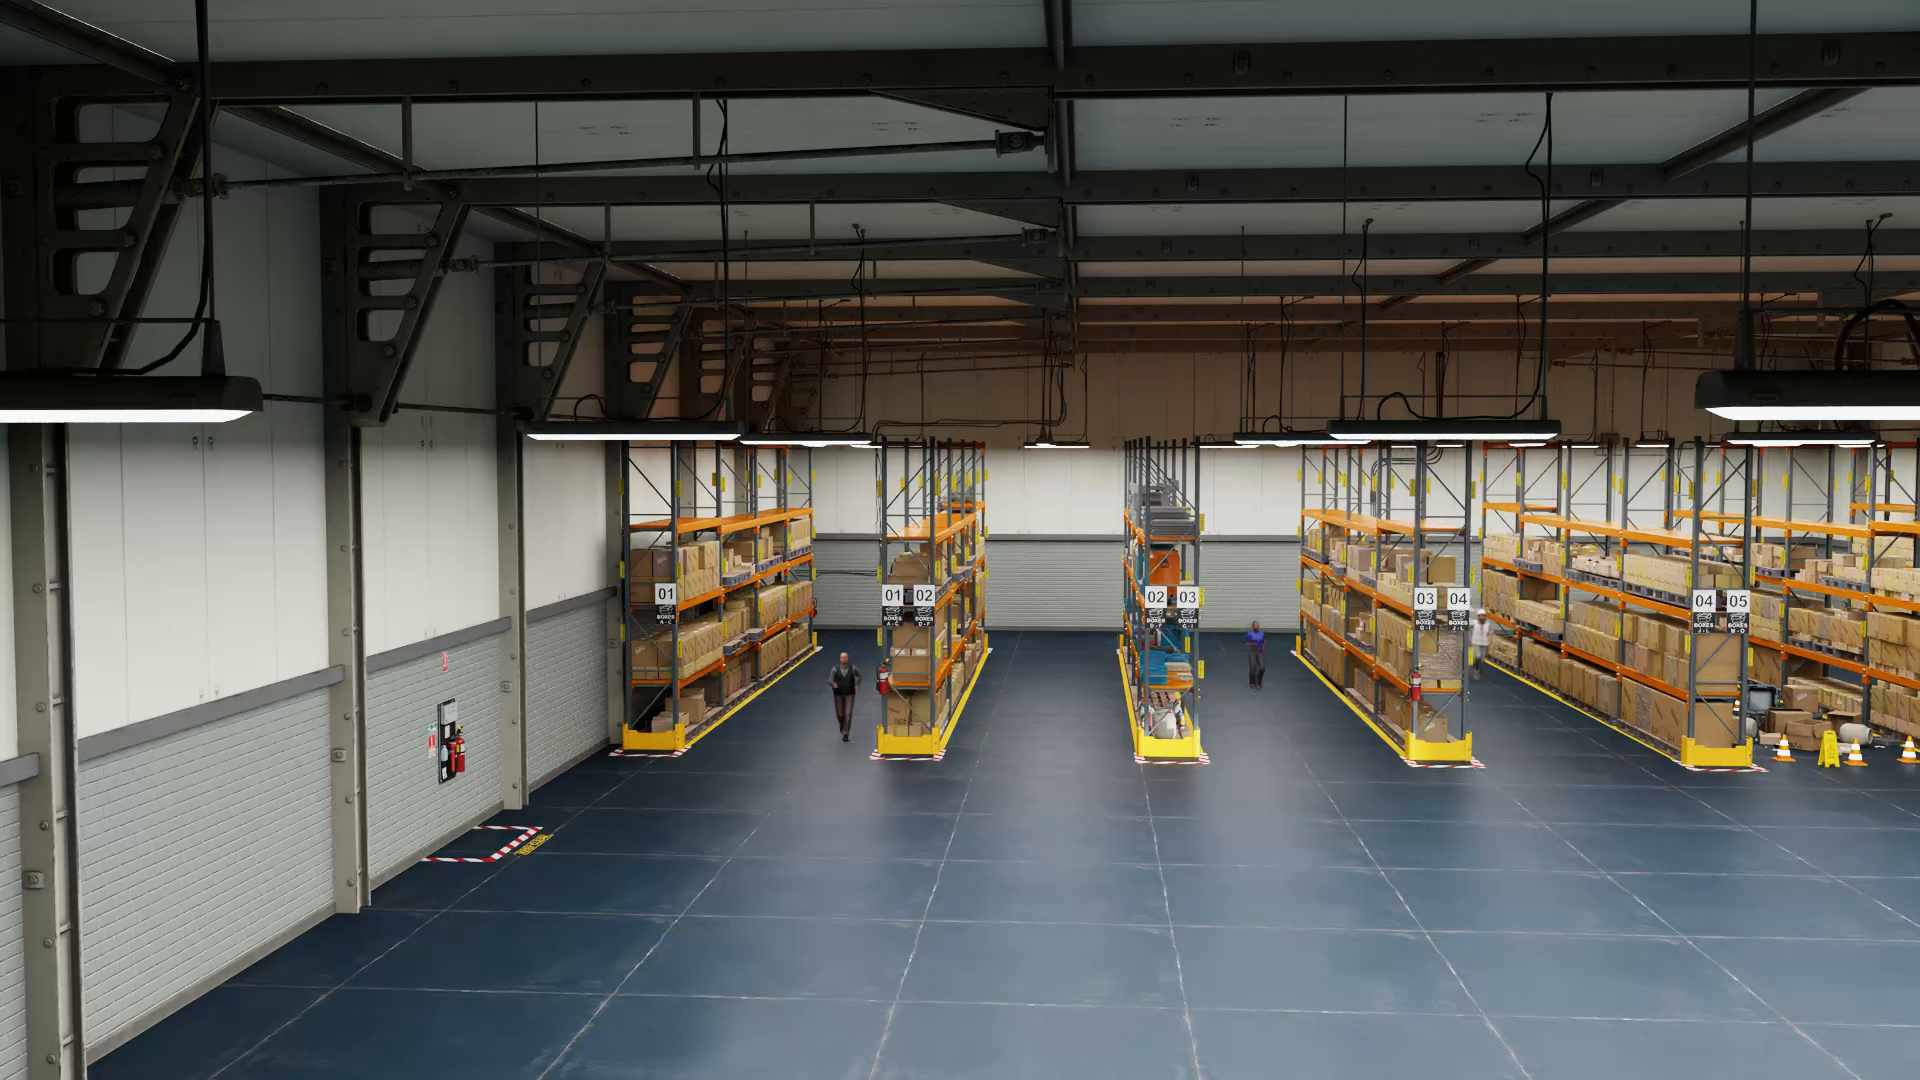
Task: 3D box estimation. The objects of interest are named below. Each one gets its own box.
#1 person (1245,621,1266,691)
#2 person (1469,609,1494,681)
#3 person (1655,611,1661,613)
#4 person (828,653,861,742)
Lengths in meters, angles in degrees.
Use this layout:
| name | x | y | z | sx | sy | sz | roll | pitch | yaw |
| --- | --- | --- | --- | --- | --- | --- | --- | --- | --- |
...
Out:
| name | x | y | z | sx | sy | sz | roll | pitch | yaw |
| --- | --- | --- | --- | --- | --- | --- | --- | --- | --- |
| person | 7.103 | 2.779 | 39.806 | 0.558 | 1.685 | 0.667 | 0 | 3 | -5 |
| person | 13.032 | 2.624 | 41.626 | 0.642 | 1.788 | 0.773 | 0 | 3 | 1 |
| person | 19.967 | 2.317 | 47.400 | 0.940 | 1.718 | 0.765 | 2 | 4 | 38 |
| person | -2.291 | 3.094 | 32.991 | 0.661 | 1.718 | 0.935 | 0 | 3 | -1 |
